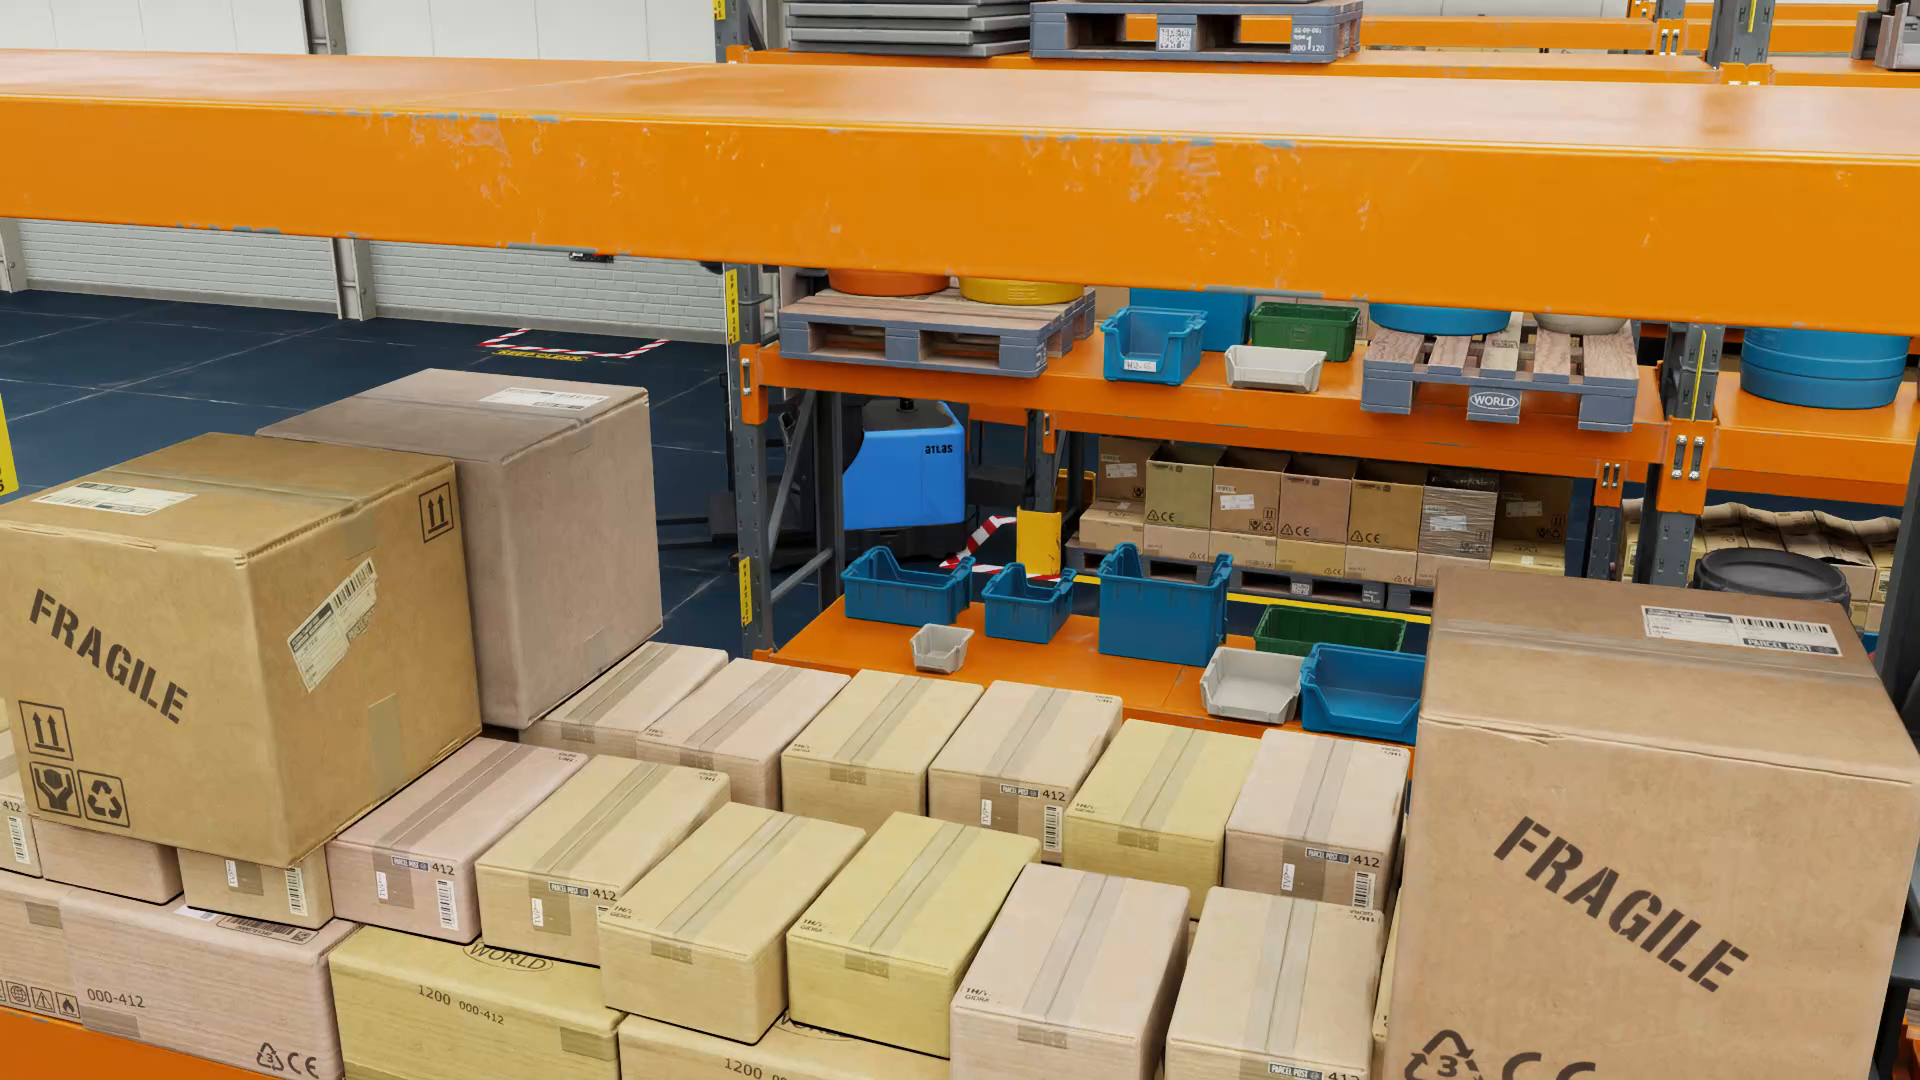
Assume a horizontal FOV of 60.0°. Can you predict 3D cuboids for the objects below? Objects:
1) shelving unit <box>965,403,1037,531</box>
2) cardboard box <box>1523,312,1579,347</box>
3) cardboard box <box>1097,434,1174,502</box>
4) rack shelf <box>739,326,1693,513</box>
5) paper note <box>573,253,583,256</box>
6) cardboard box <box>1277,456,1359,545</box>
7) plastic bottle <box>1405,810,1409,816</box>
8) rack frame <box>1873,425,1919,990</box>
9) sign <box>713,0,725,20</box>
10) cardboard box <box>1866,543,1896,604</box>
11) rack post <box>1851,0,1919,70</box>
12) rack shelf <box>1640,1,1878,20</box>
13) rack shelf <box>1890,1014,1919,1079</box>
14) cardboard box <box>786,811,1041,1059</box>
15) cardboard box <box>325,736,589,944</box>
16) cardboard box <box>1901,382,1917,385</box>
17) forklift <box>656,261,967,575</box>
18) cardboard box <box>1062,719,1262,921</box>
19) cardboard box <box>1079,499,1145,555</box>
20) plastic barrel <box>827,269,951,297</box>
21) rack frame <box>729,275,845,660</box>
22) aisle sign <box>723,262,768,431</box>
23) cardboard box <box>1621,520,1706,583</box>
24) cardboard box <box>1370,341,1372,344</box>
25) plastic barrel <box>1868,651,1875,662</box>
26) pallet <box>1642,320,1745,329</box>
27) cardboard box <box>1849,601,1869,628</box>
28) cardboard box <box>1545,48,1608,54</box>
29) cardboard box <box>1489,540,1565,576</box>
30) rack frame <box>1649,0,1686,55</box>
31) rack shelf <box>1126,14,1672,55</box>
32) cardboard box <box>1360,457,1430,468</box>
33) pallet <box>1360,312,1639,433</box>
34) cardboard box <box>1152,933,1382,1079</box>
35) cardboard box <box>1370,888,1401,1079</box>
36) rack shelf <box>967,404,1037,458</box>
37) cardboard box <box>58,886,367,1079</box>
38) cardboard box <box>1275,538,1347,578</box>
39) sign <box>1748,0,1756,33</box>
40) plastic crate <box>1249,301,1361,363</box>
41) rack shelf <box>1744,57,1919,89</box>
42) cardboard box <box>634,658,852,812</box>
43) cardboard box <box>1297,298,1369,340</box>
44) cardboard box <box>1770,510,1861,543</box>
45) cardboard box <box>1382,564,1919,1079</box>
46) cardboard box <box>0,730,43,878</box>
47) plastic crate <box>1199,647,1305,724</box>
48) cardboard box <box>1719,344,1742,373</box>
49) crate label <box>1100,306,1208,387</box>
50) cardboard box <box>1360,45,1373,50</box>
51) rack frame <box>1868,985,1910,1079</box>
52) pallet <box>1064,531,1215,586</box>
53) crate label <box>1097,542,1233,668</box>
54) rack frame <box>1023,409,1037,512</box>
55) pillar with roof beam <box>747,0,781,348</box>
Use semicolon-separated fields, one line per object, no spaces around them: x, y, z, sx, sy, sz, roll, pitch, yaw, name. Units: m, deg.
0.356;-0.994;13.209;0.503;2.100;0.431;8;21;16;shelving unit
4.153;-1.607;11.507;0.500;0.500;0.700;7;20;18;cardboard box
1.400;-0.622;13.204;0.500;0.500;0.500;7;20;18;cardboard box
1.056;-0.654;7.432;4.000;0.370;1.077;7;20;18;rack shelf
-4.771;-3.619;20.739;0.142;0.148;0.016;7;20;18;paper note
2.646;-0.298;12.273;0.500;0.500;0.500;7;20;18;cardboard box
2.141;1.445;8.230;0.185;0.351;0.144;6;20;16;plastic bottle
1.320;-0.654;1.782;0.127;3.000;1.000;7;20;18;rack frame
-1.018;-2.357;6.985;0.005;0.325;0.100;7;20;18;sign
6.336;0.222;11.071;0.500;0.311;0.500;7;20;20;cardboard box
4.834;-2.103;5.634;3.121;1.000;1.013;7;20;18;rack post
8.086;-4.530;14.602;4.000;0.370;1.077;7;20;18;rack shelf
3.209;1.318;1.775;4.000;0.370;1.077;7;20;18;rack shelf
-0.058;0.569;2.451;0.250;0.149;0.380;7;21;20;cardboard box
-0.806;0.478;2.714;0.250;0.149;0.380;6;20;17;cardboard box
6.265;-0.750;11.017;0.500;0.500;0.500;7;20;18;cardboard box
-1.517;-1.301;12.855;3.031;2.935;1.130;-4;20;-10;forklift
0.345;0.457;2.773;0.250;0.149;0.380;7;20;20;cardboard box
1.230;-0.106;12.863;0.500;0.250;0.500;7;20;18;cardboard box
-0.332;-1.598;7.756;0.708;0.830;0.600;7;20;18;plastic barrel
-0.833;0.206;8.427;0.127;3.000;1.000;7;20;18;rack frame
-0.997;-0.938;7.760;0.004;0.787;0.394;7;20;18;aisle sign
4.883;0.056;11.546;0.500;0.311;0.500;7;20;18;cardboard box
3.048;-1.355;11.770;0.250;0.149;0.380;7;20;20;cardboard box
3.777;0.746;6.673;0.433;0.535;0.433;0;19;0;plastic barrel
6.871;-2.224;15.690;1.213;0.211;1.003;7;20;18;pallet
5.847;0.430;11.325;0.500;0.250;0.500;6;20;16;cardboard box
5.634;-4.357;15.260;0.500;0.500;0.500;5;20;13;cardboard box
4.065;0.217;11.937;0.500;0.250;0.500;7;20;18;cardboard box
4.574;-3.734;10.617;0.127;3.000;1.000;7;20;18;rack frame
2.685;-3.422;11.421;4.000;0.370;1.077;7;20;18;rack shelf
3.294;-0.411;12.598;0.500;0.500;0.500;7;20;18;cardboard box
2.232;-0.736;6.862;1.003;0.211;1.213;7;20;18;pallet
0.314;0.805;2.380;0.500;0.250;0.500;7;20;19;cardboard box
0.696;0.642;2.242;0.250;0.149;0.380;7;20;19;cardboard box
0.356;-0.981;13.214;0.480;0.518;0.431;8;21;16;rack shelf
-1.132;0.642;2.849;0.500;0.250;0.500;6;20;18;cardboard box
2.646;0.056;12.397;0.500;0.250;0.500;7;20;18;cardboard box
2.754;-1.926;5.747;0.005;0.325;0.100;7;20;18;sign
1.544;-0.933;7.461;0.450;0.188;0.336;7;20;18;plastic crate
4.835;-1.450;5.765;4.000;0.370;1.077;7;20;18;rack shelf
-0.385;0.367;3.031;0.250;0.149;0.380;7;20;19;cardboard box
2.731;-1.770;11.973;0.500;0.500;0.700;7;20;18;cardboard box
6.015;-0.003;11.714;0.500;0.311;0.500;6;20;18;cardboard box
0.811;0.369;2.040;0.500;0.500;0.500;6;20;16;cardboard box
-1.548;0.413;2.900;0.250;0.149;0.380;7;21;20;cardboard box
1.328;0.666;7.508;0.437;0.136;0.530;7;20;18;plastic crate
7.314;-1.703;15.894;0.500;0.250;0.500;6;20;17;cardboard box
0.827;-0.835;7.083;0.408;0.251;0.502;7;20;18;crate label
3.647;-4.580;15.901;0.500;0.500;0.500;7;20;20;cardboard box
1.320;2.178;2.770;0.127;3.000;1.000;7;20;18;rack frame
1.532;0.053;13.104;1.213;0.211;1.003;7;20;18;pallet
0.994;0.304;8.092;0.616;0.435;0.502;7;20;18;crate label
0.588;-0.960;13.141;0.015;2.100;0.400;8;21;16;rack frame
-3.717;-5.210;14.851;0.400;9.000;9.100;7;20;18;pillar with roof beam
